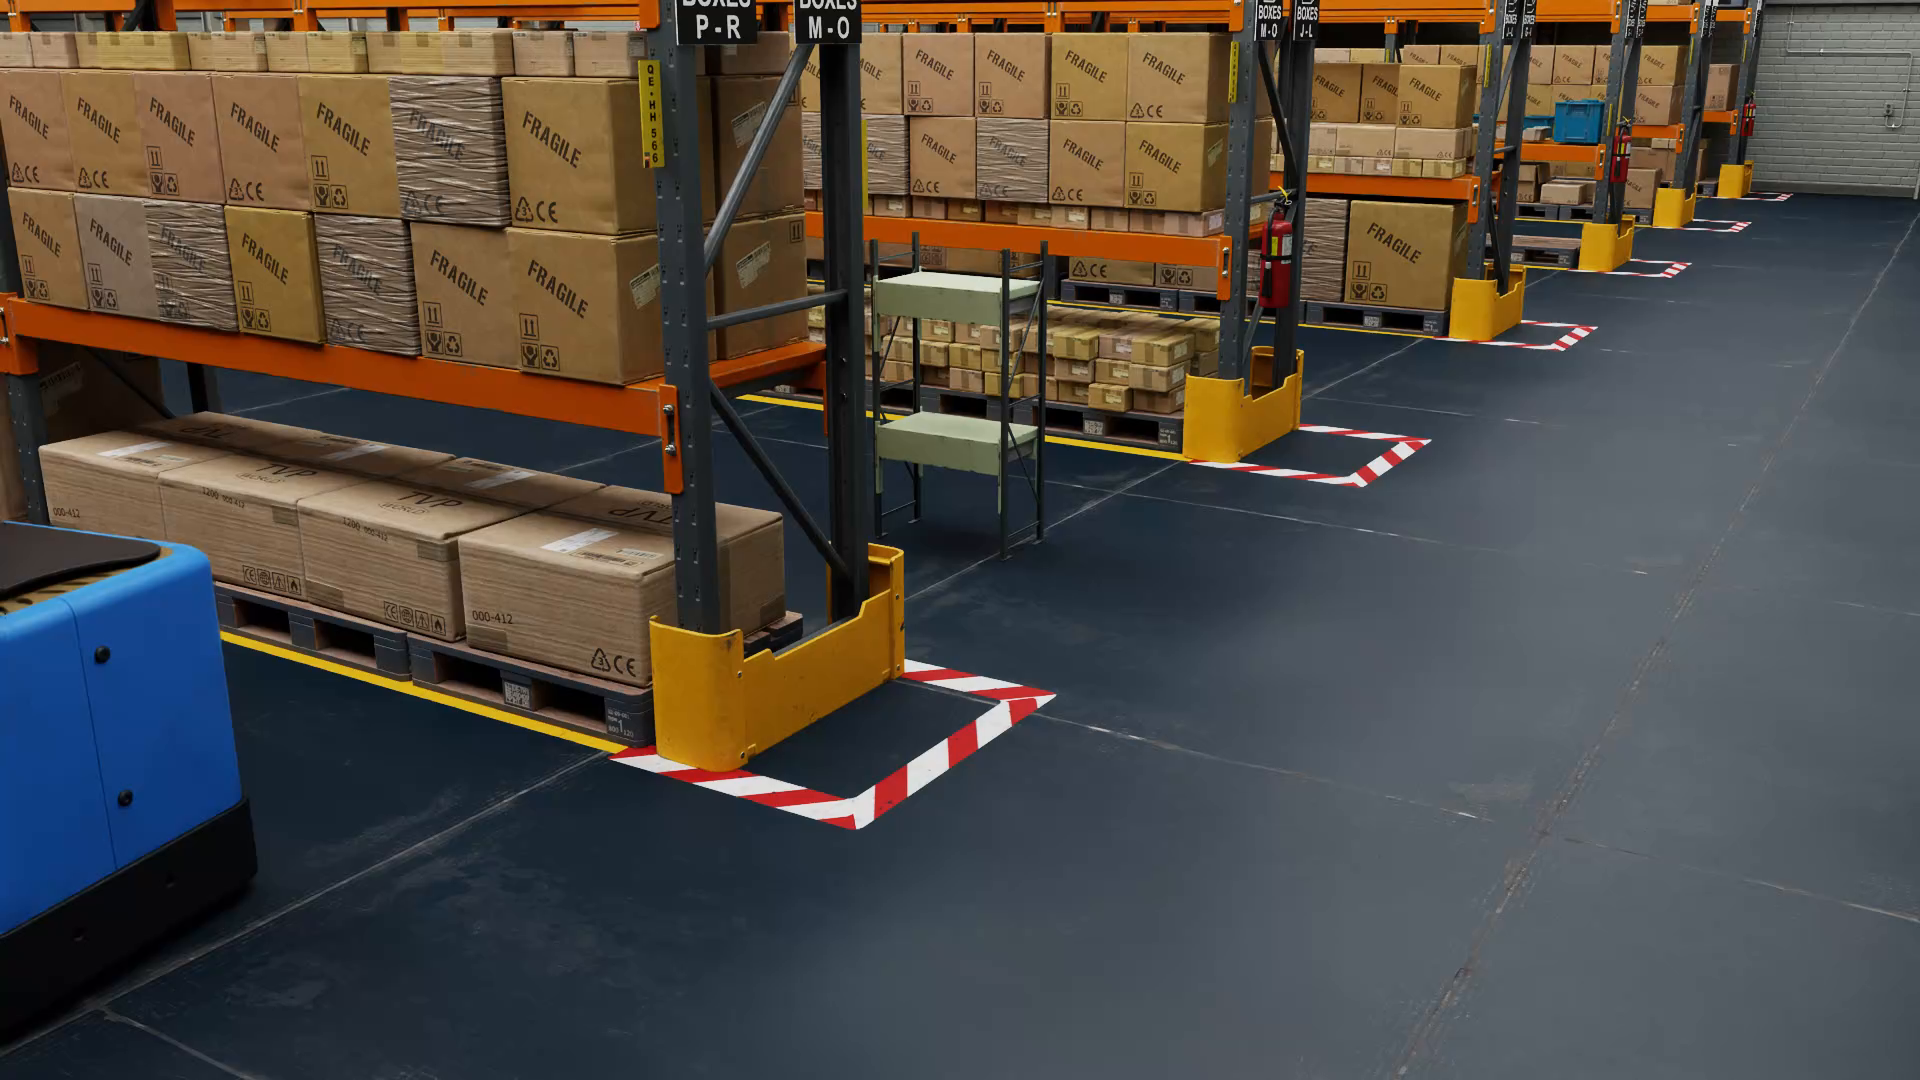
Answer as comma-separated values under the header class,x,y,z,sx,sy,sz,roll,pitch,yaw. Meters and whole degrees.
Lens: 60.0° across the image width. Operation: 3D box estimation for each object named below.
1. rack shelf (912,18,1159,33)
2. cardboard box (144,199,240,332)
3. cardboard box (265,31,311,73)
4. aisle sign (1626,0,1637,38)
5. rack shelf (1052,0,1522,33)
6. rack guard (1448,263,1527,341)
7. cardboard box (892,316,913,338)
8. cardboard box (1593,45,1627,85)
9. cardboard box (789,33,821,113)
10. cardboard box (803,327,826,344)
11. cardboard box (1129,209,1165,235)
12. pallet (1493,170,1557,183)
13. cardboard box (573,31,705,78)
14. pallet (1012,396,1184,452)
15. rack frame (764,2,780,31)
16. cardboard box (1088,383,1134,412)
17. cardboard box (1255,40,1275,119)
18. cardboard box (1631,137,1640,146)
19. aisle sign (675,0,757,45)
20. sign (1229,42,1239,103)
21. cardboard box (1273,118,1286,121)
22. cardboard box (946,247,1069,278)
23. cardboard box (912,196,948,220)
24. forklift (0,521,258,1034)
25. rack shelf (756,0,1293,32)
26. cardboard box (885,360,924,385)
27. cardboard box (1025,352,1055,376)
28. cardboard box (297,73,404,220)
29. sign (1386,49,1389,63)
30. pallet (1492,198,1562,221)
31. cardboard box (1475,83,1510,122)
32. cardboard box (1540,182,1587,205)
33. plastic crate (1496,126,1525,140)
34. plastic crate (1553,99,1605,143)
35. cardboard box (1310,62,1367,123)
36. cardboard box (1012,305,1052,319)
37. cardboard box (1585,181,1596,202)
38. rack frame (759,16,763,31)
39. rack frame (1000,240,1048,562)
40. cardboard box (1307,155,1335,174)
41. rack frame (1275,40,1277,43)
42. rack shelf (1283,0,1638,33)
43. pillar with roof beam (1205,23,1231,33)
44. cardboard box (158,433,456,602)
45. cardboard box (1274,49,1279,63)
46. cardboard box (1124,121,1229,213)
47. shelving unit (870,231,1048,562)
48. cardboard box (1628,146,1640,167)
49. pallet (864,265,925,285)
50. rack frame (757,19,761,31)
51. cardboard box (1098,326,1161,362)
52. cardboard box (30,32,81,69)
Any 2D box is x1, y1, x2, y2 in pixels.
class,x,y,z,sx,sy,sz,roll,pitch,yaw
rack shelf,1.184,-8.319,26.683,4.000,0.370,1.077,10,20,30
cardboard box,-2.967,-1.165,6.883,0.500,0.500,0.500,10,20,30
cardboard box,-2.409,-1.866,6.355,0.250,0.149,0.380,11,20,32
aisle sign,7.018,-5.641,17.318,0.004,0.787,0.394,10,20,30
rack shelf,2.813,-4.649,14.602,4.000,0.370,1.077,10,20,30
rack guard,4.538,-2.054,14.283,0.348,0.500,1.175,10,20,30
cardboard box,-0.259,-1.470,11.219,0.250,0.149,0.380,9,19,28
cardboard box,8.751,-6.309,22.098,0.500,0.500,0.500,11,20,32
cardboard box,-0.866,-3.114,11.067,0.500,0.500,0.500,9,19,28
cardboard box,-0.942,-1.450,11.663,0.250,0.149,0.380,10,20,30
cardboard box,1.218,-1.947,10.063,0.250,0.149,0.380,10,20,30
pallet,9.493,-6.073,28.012,1.213,0.211,1.003,10,20,30
cardboard box,-1.079,-1.641,5.614,0.250,0.149,0.380,10,20,31
pallet,1.097,-0.850,10.818,1.213,0.211,1.003,10,20,30
rack frame,-1.573,-2.649,11.942,0.127,3.000,1.000,10,20,30
cardboard box,1.006,-0.920,10.432,0.250,0.149,0.380,11,20,32
cardboard box,1.592,-2.843,10.177,0.500,0.500,0.500,10,20,30
cardboard box,10.995,-6.515,27.131,0.250,0.149,0.380,10,20,31
aisle sign,-0.770,-1.956,5.185,0.004,0.787,0.394,10,20,30
sign,1.528,-2.612,9.282,0.005,0.325,0.100,10,20,30
cardboard box,2.930,-3.697,15.138,0.500,0.250,0.500,10,19,29
cardboard box,0.553,-3.139,16.487,0.875,0.875,1.225,10,20,30
cardboard box,-0.102,-2.187,10.853,0.250,0.149,0.380,11,20,32
forklift,-3.642,-0.380,4.590,3.031,2.935,1.130,6,18,20
rack shelf,0.132,-3.436,10.609,4.000,0.370,1.077,10,20,30
cardboard box,-0.304,-1.164,11.234,0.250,0.149,0.380,10,19,29
cardboard box,0.618,-1.175,10.758,0.250,0.149,0.380,10,19,29
cardboard box,-2.085,-1.488,6.228,0.500,0.500,0.500,10,20,30
sign,6.009,-6.731,23.388,0.005,0.325,0.100,10,20,30
pallet,7.925,-4.691,23.461,1.213,0.211,1.003,10,20,30
cardboard box,7.452,-6.064,23.012,0.500,0.500,0.500,10,20,30
cardboard box,8.319,-4.775,22.915,0.500,0.250,0.500,10,20,30
plastic crate,6.081,-4.510,18.418,0.243,0.136,0.396,10,20,30
plastic crate,6.727,-4.531,17.972,0.499,0.435,0.616,10,20,30
cardboard box,3.379,-3.976,14.767,0.500,0.500,0.500,10,19,29
cardboard box,0.435,-1.521,11.388,0.250,0.149,0.380,10,20,31
cardboard box,8.964,-4.831,23.097,0.500,0.250,0.500,10,20,30
rack frame,-2.299,-4.471,17.938,0.127,3.000,1.000,10,20,30
rack frame,0.306,-0.663,7.983,0.023,1.500,0.400,10,20,30
cardboard box,3.171,-3.261,14.389,0.250,0.149,0.380,10,19,29
rack frame,5.478,-8.151,30.054,0.127,3.000,1.000,10,20,30
rack shelf,5.405,-5.876,18.641,4.000,0.370,1.077,10,20,30
pillar with roof beam,2.569,-10.367,27.028,0.400,9.000,9.100,10,20,30
cardboard box,-2.835,-0.125,7.317,0.875,0.438,0.875,9,19,28
cardboard box,5.754,-8.572,29.432,0.500,0.250,0.500,11,20,31
cardboard box,1.318,-2.236,9.896,0.500,0.500,0.500,11,20,31
shelving unit,-0.006,-0.719,8.167,0.755,1.500,0.431,10,20,30
cardboard box,10.790,-6.173,27.121,0.500,0.500,0.700,9,19,28
pallet,-0.632,-2.812,17.275,1.213,0.211,1.003,10,20,30
rack frame,-3.116,-6.306,23.979,0.127,3.000,1.000,10,20,30
cardboard box,1.068,-1.232,10.437,0.250,0.149,0.380,11,20,31
cardboard box,-3.717,-2.097,7.116,0.250,0.149,0.380,10,20,31
